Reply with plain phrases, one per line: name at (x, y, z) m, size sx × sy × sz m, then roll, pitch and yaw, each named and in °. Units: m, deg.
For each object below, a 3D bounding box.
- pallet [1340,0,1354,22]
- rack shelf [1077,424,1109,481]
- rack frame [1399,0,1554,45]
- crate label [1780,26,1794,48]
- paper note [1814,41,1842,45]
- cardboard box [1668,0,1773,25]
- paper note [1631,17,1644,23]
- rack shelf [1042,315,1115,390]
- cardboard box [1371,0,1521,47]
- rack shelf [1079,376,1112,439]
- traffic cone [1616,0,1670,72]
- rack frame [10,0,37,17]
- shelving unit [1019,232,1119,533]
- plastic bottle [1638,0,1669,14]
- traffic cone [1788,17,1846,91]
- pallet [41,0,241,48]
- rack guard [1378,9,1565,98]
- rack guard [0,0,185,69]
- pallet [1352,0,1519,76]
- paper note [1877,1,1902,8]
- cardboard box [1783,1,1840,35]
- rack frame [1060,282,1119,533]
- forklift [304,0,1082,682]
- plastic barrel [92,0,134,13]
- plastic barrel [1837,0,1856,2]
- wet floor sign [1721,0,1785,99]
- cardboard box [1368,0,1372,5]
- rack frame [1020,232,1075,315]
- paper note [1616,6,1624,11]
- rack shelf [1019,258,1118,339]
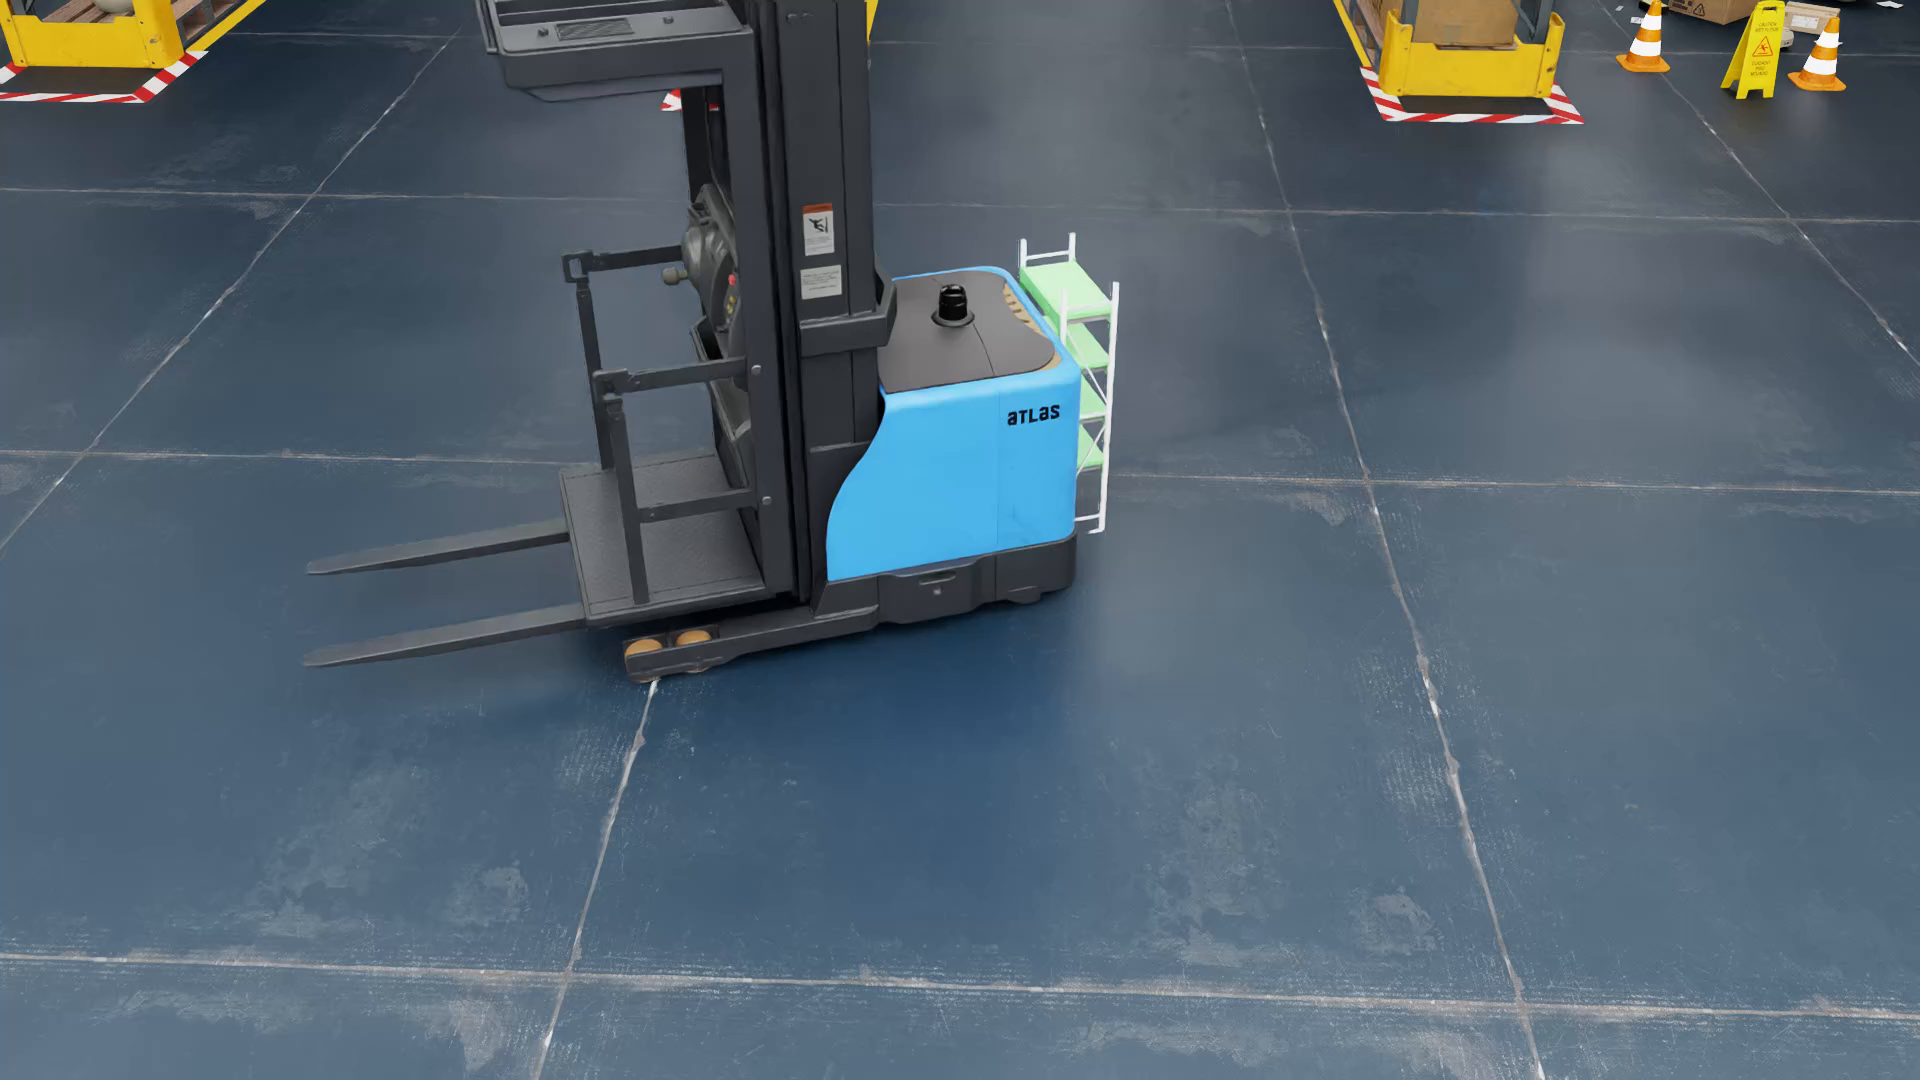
pallet at (3.584, -4.472, 13.430) m, size 1.003 × 0.211 × 1.213 m, roll 1°, pitch 35°, yaw 2°
rack shelf at (0.443, -0.398, 7.302) m, size 0.258 × 0.148 × 0.480 m, roll -10°, pitch 36°, yaw -14°
rack frame at (3.578, -4.453, 10.977) m, size 1.000 × 3.000 × 0.127 m, roll 1°, pitch 35°, yaw 2°
crate label at (6.103, -3.786, 12.518) m, size 0.250 × 0.136 × 0.298 m, roll -17°, pitch 38°, yaw -22°
paper note at (6.577, -3.771, 12.589) m, size 0.148 × 0.019 × 0.142 m, roll -10°, pitch 36°, yaw -14°
cardboard box at (6.069, -4.443, 13.134) m, size 0.797 × 0.503 × 0.637 m, roll -24°, pitch 42°, yaw -30°
paper note at (5.336, -4.075, 13.024) m, size 0.144 × 0.017 × 0.142 m, roll 13°, pitch 37°, yaw 18°
rack shelf at (0.443, -0.791, 7.026) m, size 0.258 × 0.148 × 0.480 m, roll -10°, pitch 36°, yaw -14°
cardboard box at (3.539, -4.147, 12.024) m, size 0.875 × 0.875 × 0.875 m, roll 2°, pitch 35°, yaw 2°
rack shelf at (0.443, -0.595, 7.164) m, size 0.258 × 0.148 × 0.480 m, roll -10°, pitch 36°, yaw -14°
traffic cone at (5.018, -3.687, 12.094) m, size 0.336 × 0.463 × 0.334 m, roll 1°, pitch 35°, yaw 2°
rack frame at (-6.323, -4.740, 11.386) m, size 1.000 × 3.000 × 0.127 m, roll 1°, pitch 35°, yaw 2°
shelving unit at (0.443, -0.647, 7.127) m, size 0.258 × 1.200 × 0.503 m, roll -10°, pitch 36°, yaw -14°
plastic bottle at (5.512, -4.262, 13.261) m, size 0.133 × 0.061 × 0.283 m, roll -10°, pitch 36°, yaw -14°
traffic cone at (6.134, -3.466, 11.779) m, size 0.336 × 0.463 × 0.334 m, roll 1°, pitch 35°, yaw 2°
pallet at (-6.329, -4.111, 12.915) m, size 1.003 × 0.211 × 1.213 m, roll 1°, pitch 35°, yaw 2°
rack guard at (3.577, -3.417, 11.677) m, size 1.175 × 0.500 × 0.348 m, roll 1°, pitch 35°, yaw 2°
rack guard at (-6.367, -3.762, 12.168) m, size 1.175 × 0.500 × 0.348 m, roll 1°, pitch 35°, yaw 2°
pallet at (3.532, -3.773, 12.436) m, size 1.003 × 0.211 × 1.213 m, roll 1°, pitch 35°, yaw 2°
paper note at (7.471, -4.306, 13.350) m, size 0.142 × 0.019 × 0.148 m, roll -10°, pitch 36°, yaw -14°
cardboard box at (6.562, -4.030, 12.854) m, size 0.380 × 0.149 × 0.250 m, roll 20°, pitch 40°, yaw 26°
rack frame at (0.517, -0.513, 6.937) m, size 0.240 × 1.200 × 0.015 m, roll -10°, pitch 36°, yaw -14°
forklift at (-1.095, -0.987, 6.106) m, size 3.031 × 2.935 × 1.130 m, roll -10°, pitch 36°, yaw -14°
plastic barrel at (-6.373, -4.274, 12.521) m, size 0.421 × 0.512 × 0.421 m, roll 0°, pitch 35°, yaw 0°
plastic barrel at (7.098, -4.564, 13.376) m, size 0.512 × 0.421 × 0.421 m, roll 28°, pitch 44°, yaw 33°
wet floor sign at (5.555, -3.427, 11.566) m, size 0.267 × 0.644 × 0.232 m, roll -4°, pitch 35°, yaw -6°
cardboard box at (3.573, -4.652, 12.744) m, size 0.875 × 0.875 × 0.875 m, roll 1°, pitch 35°, yaw 1°
rack frame at (0.370, -0.781, 7.318) m, size 0.240 × 1.200 × 0.015 m, roll -10°, pitch 36°, yaw -14°
paper note at (5.271, -4.250, 13.289) m, size 0.032 × 0.001 × 0.123 m, roll 20°, pitch 40°, yaw 26°
rack shelf at (0.443, -0.988, 6.888) m, size 0.258 × 0.148 × 0.480 m, roll -10°, pitch 36°, yaw -14°
